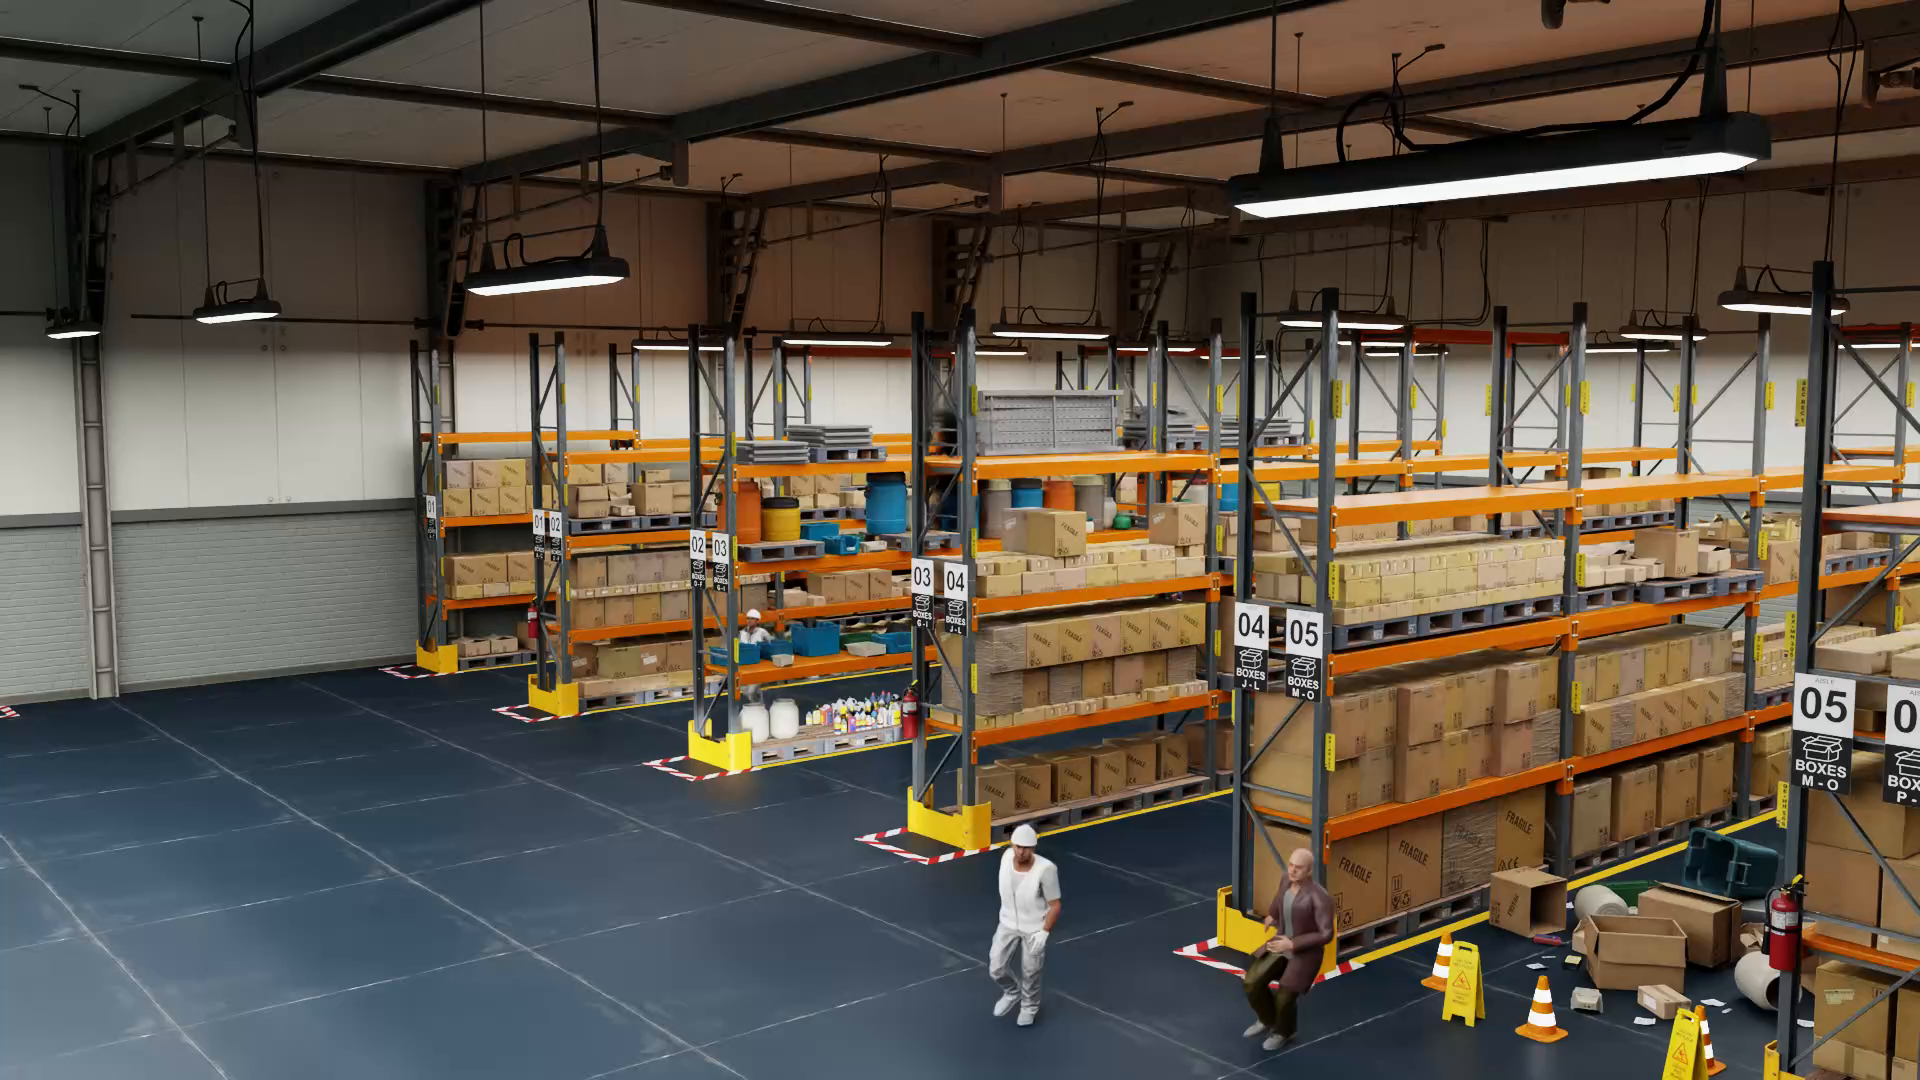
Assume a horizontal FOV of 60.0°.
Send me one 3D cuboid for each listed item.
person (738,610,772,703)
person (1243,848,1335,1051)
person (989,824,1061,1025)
[{"bbox_3d":[-3.173,1.930,25.776,0.667,1.728,0.695,2,6,22],"label":"person"},{"bbox_3d":[2.514,3.166,12.739,0.757,1.690,0.881,-5,7,-43],"label":"person"},{"bbox_3d":[0.535,3.074,13.250,0.649,1.719,0.726,3,6,25],"label":"person"}]
